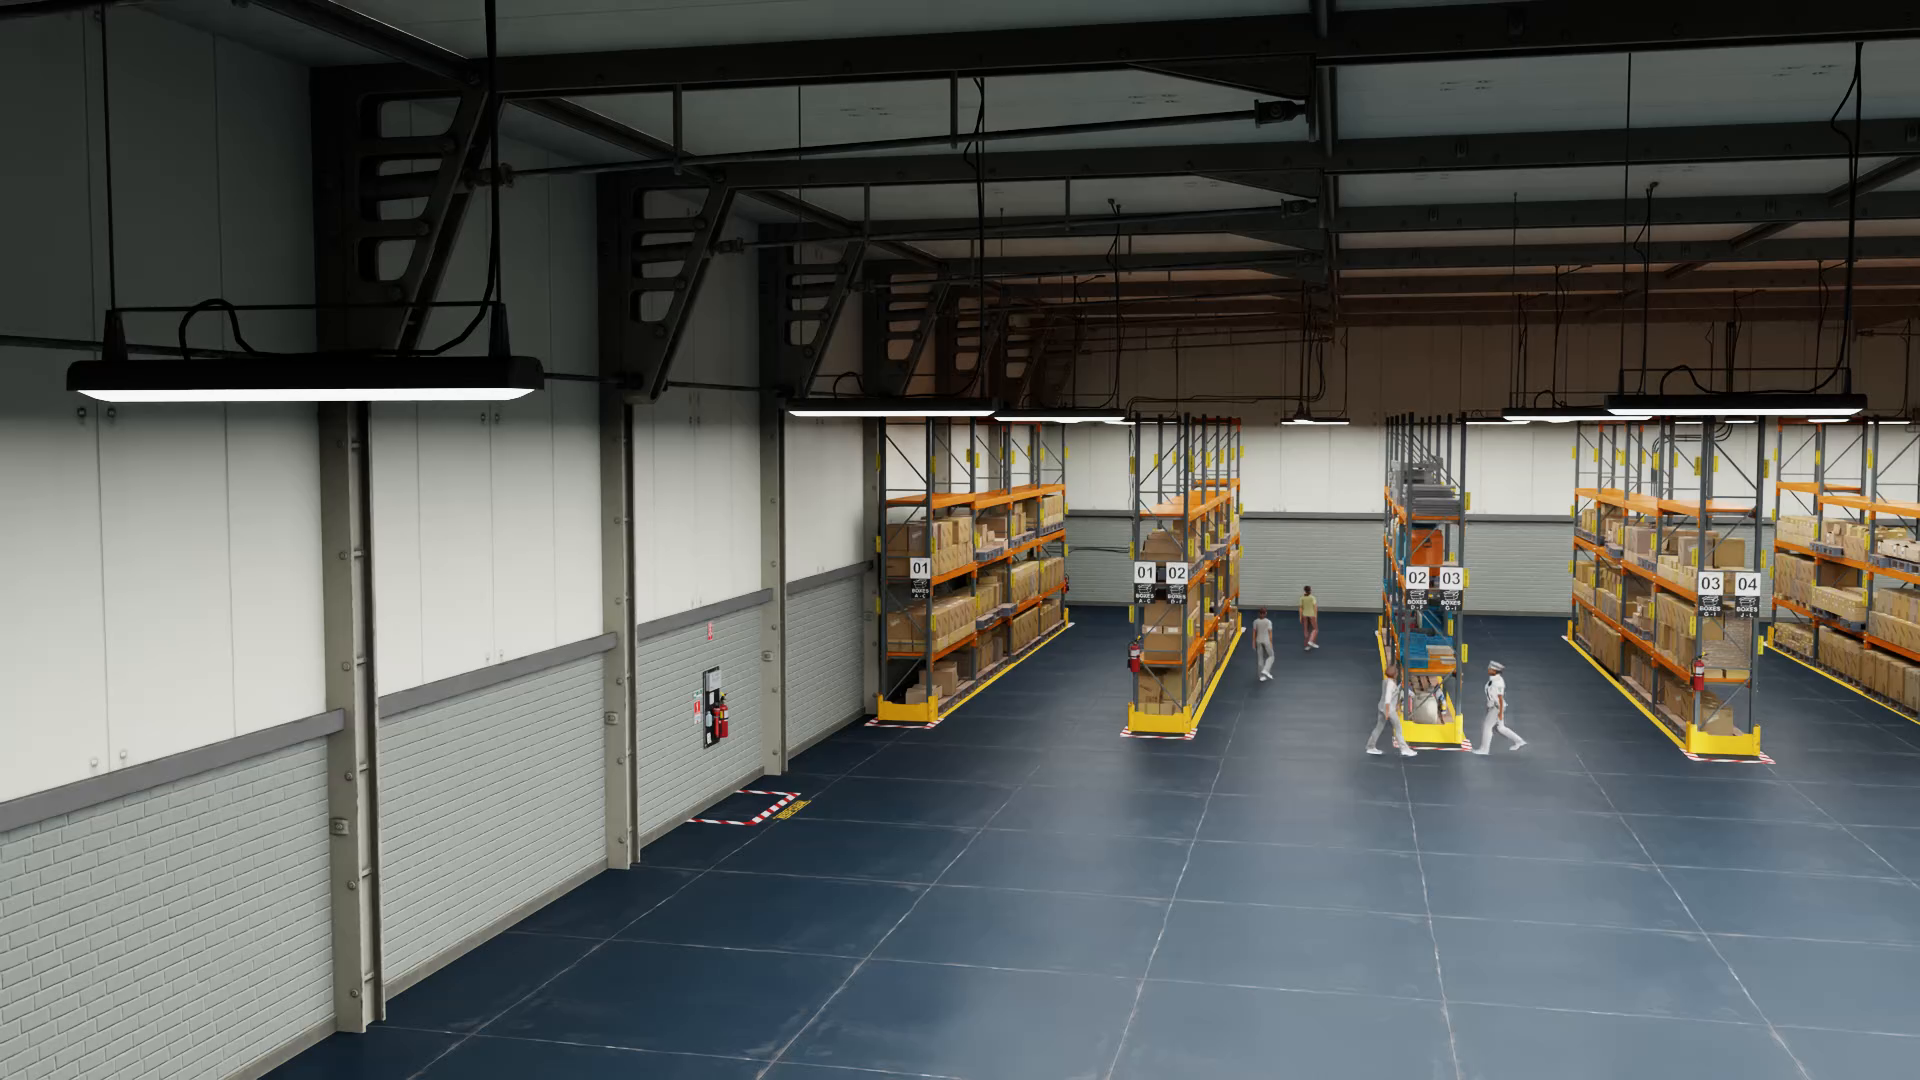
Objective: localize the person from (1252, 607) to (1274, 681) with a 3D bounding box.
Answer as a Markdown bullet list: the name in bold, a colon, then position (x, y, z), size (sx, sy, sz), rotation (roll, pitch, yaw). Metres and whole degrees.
- **person**: position (6.848, 2.354, 37.588), size (0.495, 1.659, 0.491), rotation (1, 4, 21)

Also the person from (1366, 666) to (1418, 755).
- **person**: position (7.508, 2.967, 28.992), size (0.848, 1.543, 0.456), rotation (-1, 4, -10)

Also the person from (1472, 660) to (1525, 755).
- **person**: position (9.415, 2.921, 29.034), size (0.923, 1.647, 0.466), rotation (1, 4, 8)

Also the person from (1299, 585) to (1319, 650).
- **person**: position (8.965, 2.001, 42.715), size (0.524, 1.668, 0.491), rotation (1, 4, 17)
